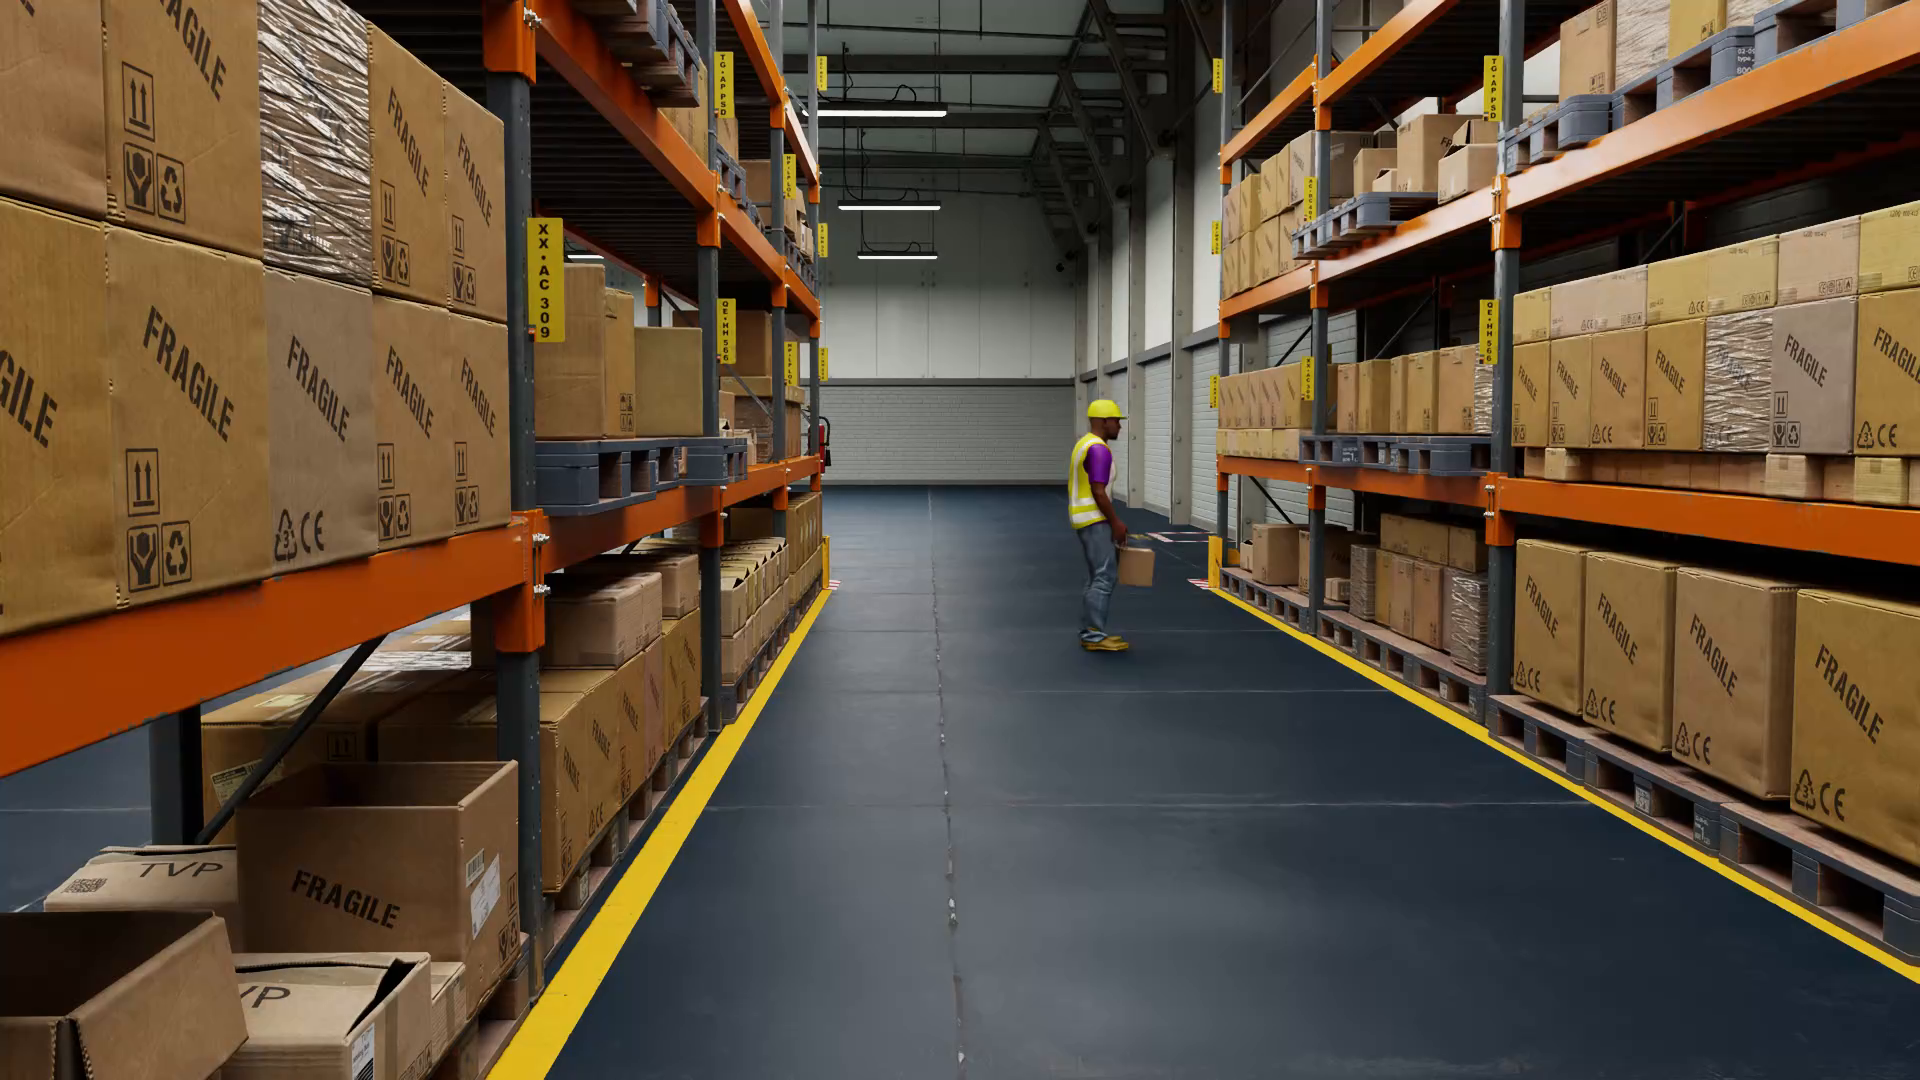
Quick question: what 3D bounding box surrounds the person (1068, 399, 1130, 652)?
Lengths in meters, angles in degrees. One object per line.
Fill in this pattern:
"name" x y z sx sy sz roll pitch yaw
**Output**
"person" 0.980 -0.111 11.780 0.411 1.766 0.585 0 4 -1
